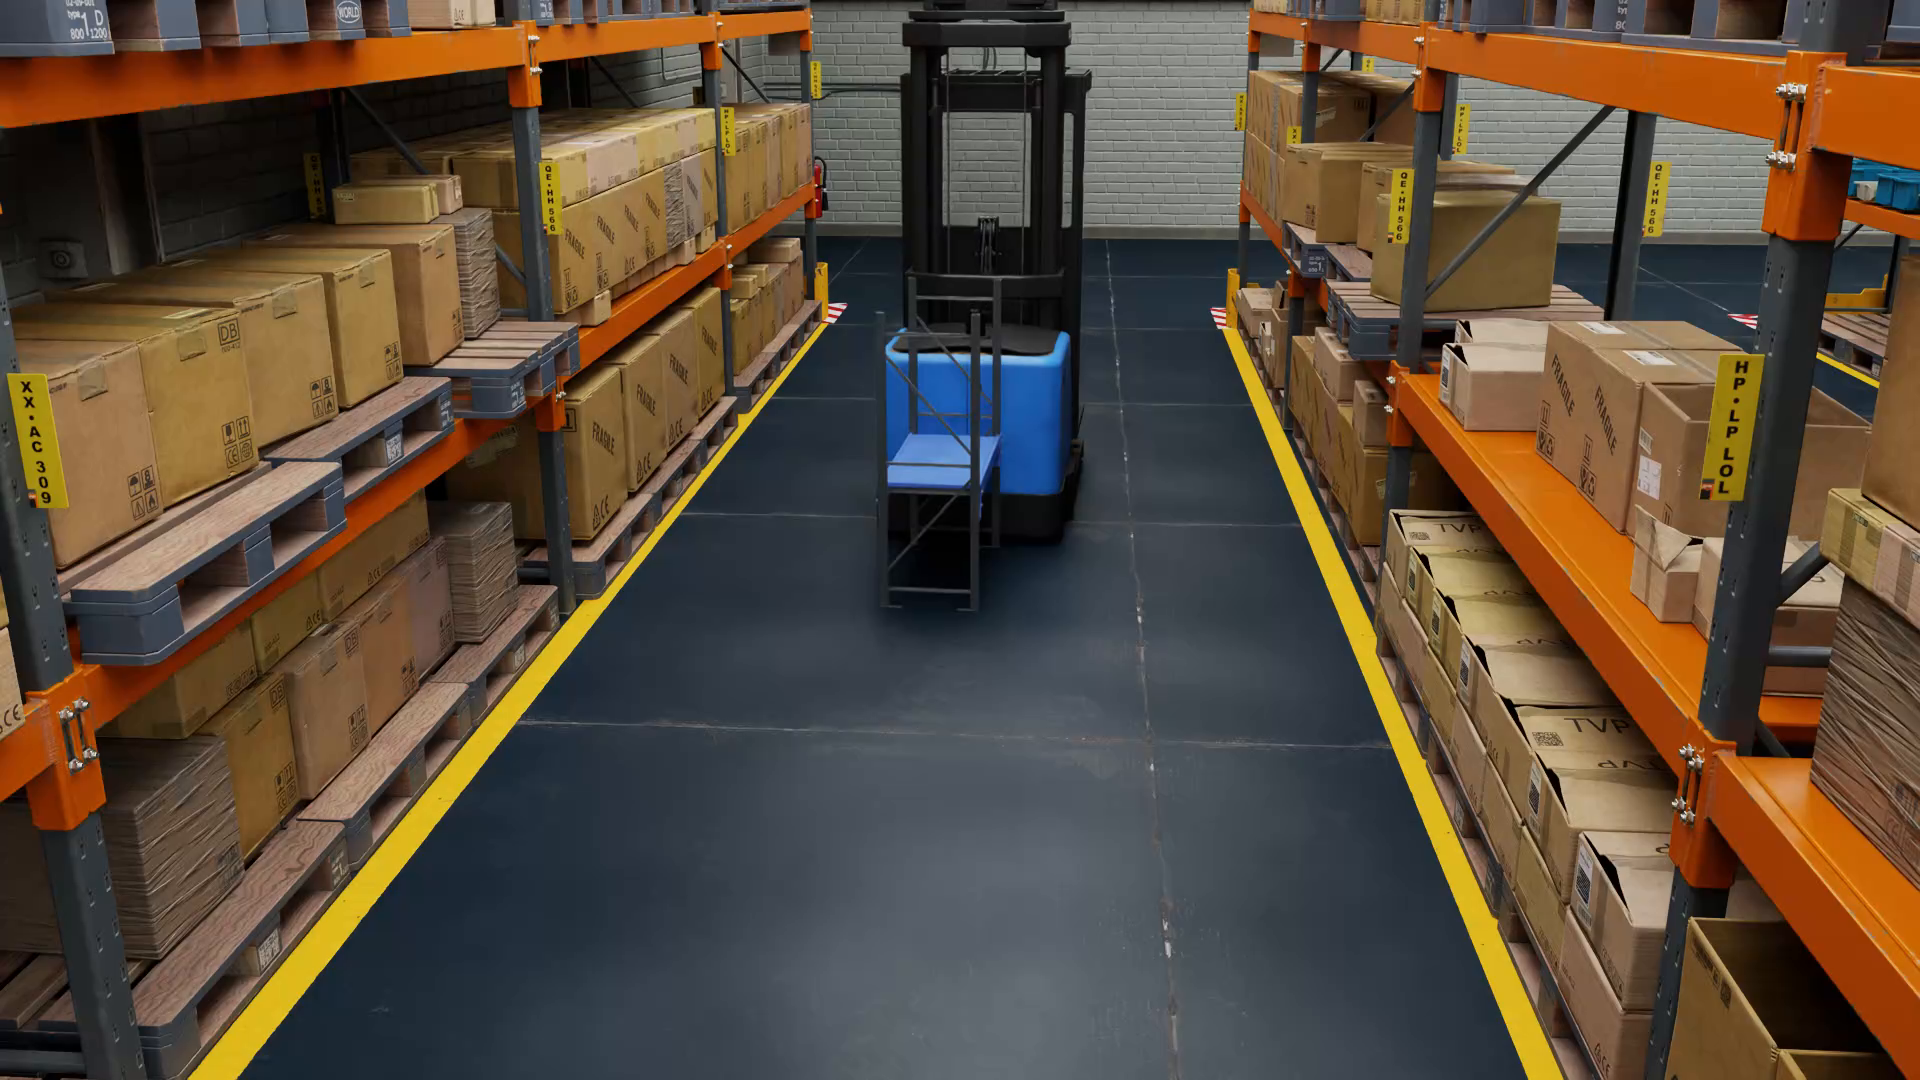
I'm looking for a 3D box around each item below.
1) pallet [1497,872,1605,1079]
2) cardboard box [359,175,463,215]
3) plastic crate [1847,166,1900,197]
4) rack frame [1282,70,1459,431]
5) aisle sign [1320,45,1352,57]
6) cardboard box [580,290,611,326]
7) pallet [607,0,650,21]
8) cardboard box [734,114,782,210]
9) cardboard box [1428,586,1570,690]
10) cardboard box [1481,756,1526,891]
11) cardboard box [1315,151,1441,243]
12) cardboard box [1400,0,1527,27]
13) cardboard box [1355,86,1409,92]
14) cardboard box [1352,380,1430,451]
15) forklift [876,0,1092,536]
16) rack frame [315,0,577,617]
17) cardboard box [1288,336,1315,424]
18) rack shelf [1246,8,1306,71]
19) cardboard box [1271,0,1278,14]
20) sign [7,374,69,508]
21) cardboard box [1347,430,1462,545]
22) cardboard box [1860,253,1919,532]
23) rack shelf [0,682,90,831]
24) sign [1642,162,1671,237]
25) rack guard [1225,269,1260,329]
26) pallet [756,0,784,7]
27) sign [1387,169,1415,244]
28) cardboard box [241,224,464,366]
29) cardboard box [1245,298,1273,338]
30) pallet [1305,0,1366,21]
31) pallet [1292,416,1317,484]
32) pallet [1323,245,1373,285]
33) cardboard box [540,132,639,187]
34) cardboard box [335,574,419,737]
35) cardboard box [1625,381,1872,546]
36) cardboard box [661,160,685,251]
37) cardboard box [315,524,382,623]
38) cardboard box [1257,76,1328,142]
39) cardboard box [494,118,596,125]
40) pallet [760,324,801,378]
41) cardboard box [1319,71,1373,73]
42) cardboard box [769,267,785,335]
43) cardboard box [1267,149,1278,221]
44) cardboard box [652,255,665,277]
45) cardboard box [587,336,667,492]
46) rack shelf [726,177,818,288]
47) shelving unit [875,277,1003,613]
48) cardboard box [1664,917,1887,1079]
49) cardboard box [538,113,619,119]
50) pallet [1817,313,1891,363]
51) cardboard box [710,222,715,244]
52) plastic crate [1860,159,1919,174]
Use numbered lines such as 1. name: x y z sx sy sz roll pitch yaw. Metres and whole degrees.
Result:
1. pallet: 2.236 1.375 4.888 1.003 0.211 1.213 1 18 4
2. cardboard box: -2.428 -1.529 7.364 0.380 0.149 0.250 -1 18 -3
3. plastic crate: 7.629 -3.011 13.968 0.416 0.233 0.300 1 18 4
4. rack frame: 2.795 -2.205 11.336 1.000 3.000 0.127 1 18 4
5. aisle sign: 3.392 -4.697 14.766 0.394 0.787 0.004 1 18 4
6. cardboard box: -2.048 -1.218 8.695 0.380 0.149 0.250 2 18 6
7. pallet: -2.362 -2.957 9.115 1.003 0.211 1.213 2 18 6
8. cardboard box: -1.991 -3.078 13.518 0.980 0.700 0.700 0 18 1
9. cardboard box: 2.110 0.355 6.362 0.500 0.311 0.500 1 18 2
10. cardboard box: 2.036 0.935 5.493 0.500 0.250 0.500 2 18 5
11. cardboard box: 2.552 -2.095 10.165 0.700 0.500 0.500 4 19 13
12. cardboard box: 2.506 -2.572 7.478 0.910 0.500 0.500 1 18 4
13. cardboard box: 3.146 -3.028 12.081 0.500 0.500 0.500 1 18 2
14. cardboard box: 2.341 -0.654 8.705 0.500 0.250 0.500 2 18 6
15. forklift: 0.225 -1.828 10.294 1.130 2.935 3.031 2 18 7
16. rack frame: -2.433 -1.072 7.879 1.000 3.000 0.127 1 18 4
17. cardboard box: 2.517 -1.082 11.215 0.500 0.500 0.500 0 18 1
18. rack shelf: 2.939 -3.910 12.877 1.077 0.370 4.000 1 18 4
19. cardboard box: 2.679 -4.182 12.793 0.500 0.250 0.500 1 18 4
20. sign: -2.178 -0.232 3.923 0.100 0.325 0.005 1 18 4
21. cardboard box: 2.341 -0.280 8.768 0.500 0.500 0.500 2 18 6
22. cardboard box: 2.196 -0.247 3.115 0.700 0.500 0.500 1 18 4
23. rack shelf: -2.863 1.133 2.304 1.077 0.370 4.000 1 18 4
24. sign: 3.062 -1.502 7.330 0.100 0.325 0.005 1 18 4
25. rack guard: 3.076 -2.236 15.445 1.175 0.500 0.348 1 18 4
26. pallet: -1.987 -4.330 13.145 1.003 0.211 1.213 1 18 4
27. sign: 1.966 -1.485 7.405 0.100 0.325 0.005 1 18 4
28. cardboard box: -2.470 -1.009 6.817 0.700 0.500 0.500 0 18 -1
29. cardboard box: 2.688 -1.877 14.043 0.500 0.250 0.500 1 18 4
30. pallet: 2.607 -3.018 9.302 1.213 0.211 1.003 1 18 4
31. pallet: 2.775 -0.627 10.997 1.003 0.211 1.213 1 18 4
32. pallet: 2.643 -1.476 9.418 1.003 0.211 1.213 1 18 4
33. cardboard box: -2.073 -2.085 9.093 0.500 0.250 0.500 1 18 4
34. cardboard box: -2.593 0.444 6.560 0.700 0.500 0.500 1 18 4
35. cardboard box: 2.331 -0.170 4.964 0.500 0.500 0.500 3 18 8
36. cardboard box: -1.999 -2.050 10.190 0.500 0.500 0.500 1 18 4
37. cardboard box: -2.568 0.110 6.373 0.500 0.250 0.500 1 18 4
38. cardboard box: 2.716 -3.521 13.584 0.500 0.500 0.500 2 18 5
39. cardboard box: -2.501 -2.414 10.098 0.500 0.250 0.500 1 18 2
40. pallet: -1.929 -1.604 13.979 1.003 0.211 1.213 1 18 4
41. cardboard box: 3.324 -3.826 14.516 0.500 0.500 0.500 1 18 3
42. cardboard box: -1.881 -2.037 14.164 0.700 0.500 0.500 1 18 2
43. cardboard box: 2.645 -2.734 12.788 0.500 0.500 0.500 2 18 5
44. cardboard box: -2.023 -1.700 10.165 0.380 0.149 0.250 1 18 2
45. cardboard box: -2.180 -0.748 9.666 0.750 0.750 0.750 1 18 4
46. rack shelf: -2.003 -2.594 13.678 1.077 0.370 4.000 1 18 4
47. shelving unit: -0.091 -0.520 8.601 0.538 1.500 1.048 2 18 7
48. cardboard box: 1.876 1.167 3.581 0.500 0.500 0.500 1 18 4
49. cardboard box: -2.470 -2.570 10.574 0.500 0.250 0.500 1 18 5
50. pallet: 7.924 -1.756 14.442 1.003 0.211 1.213 1 18 4
51. cardboard box: -1.888 -2.094 11.366 0.380 0.149 0.250 1 18 4
52. plastic crate: 8.185 -3.273 14.441 0.616 0.435 0.499 1 18 4
